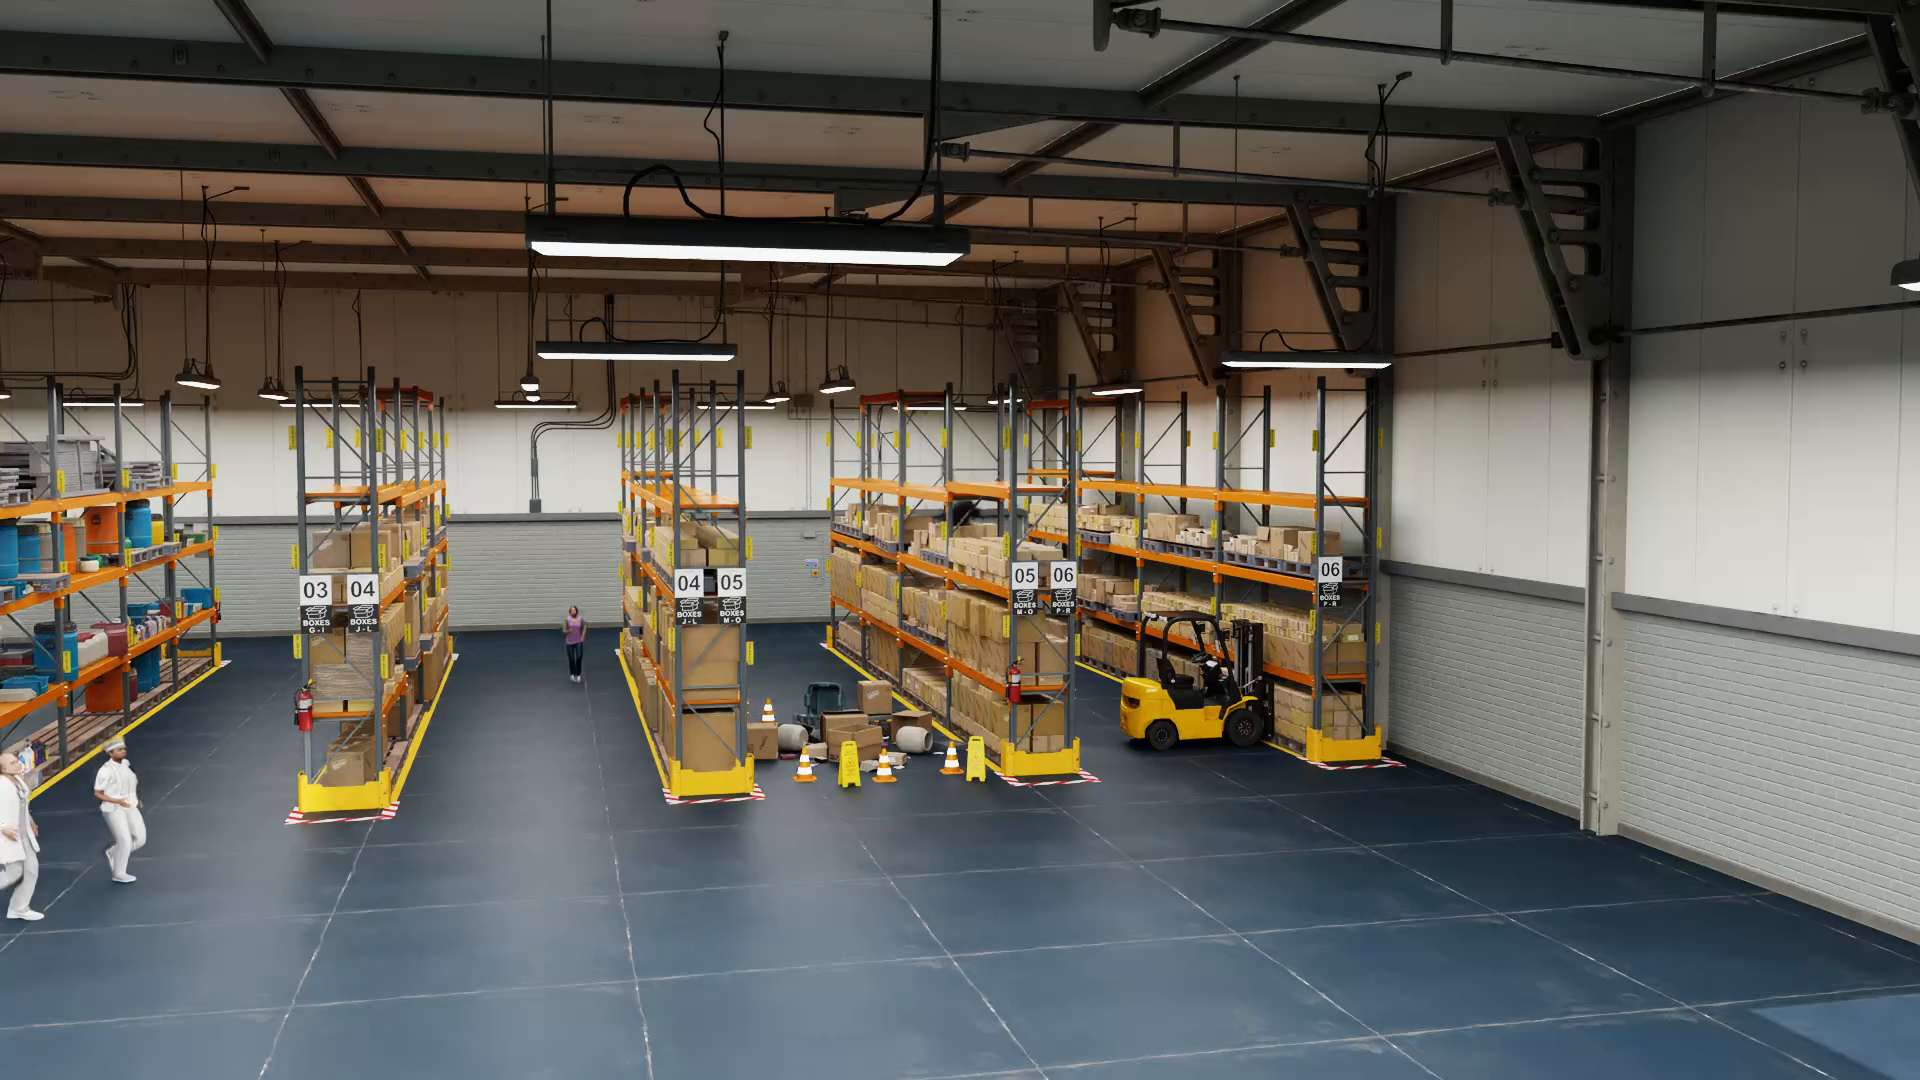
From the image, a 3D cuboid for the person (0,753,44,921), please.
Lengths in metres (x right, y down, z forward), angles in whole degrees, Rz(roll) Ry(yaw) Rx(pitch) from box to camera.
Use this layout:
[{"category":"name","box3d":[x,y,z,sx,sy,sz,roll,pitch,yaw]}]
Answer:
[{"category":"person","box3d":[-9.971,3.100,17.374,0.756,1.752,0.719,1,3,9]}]

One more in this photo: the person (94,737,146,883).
[{"category":"person","box3d":[-9.511,3.049,18.855,0.557,1.651,0.572,1,4,17]}]

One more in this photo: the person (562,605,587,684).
[{"category":"person","box3d":[-7.946,2.159,34.297,0.513,1.625,0.650,-1,4,-15]}]
